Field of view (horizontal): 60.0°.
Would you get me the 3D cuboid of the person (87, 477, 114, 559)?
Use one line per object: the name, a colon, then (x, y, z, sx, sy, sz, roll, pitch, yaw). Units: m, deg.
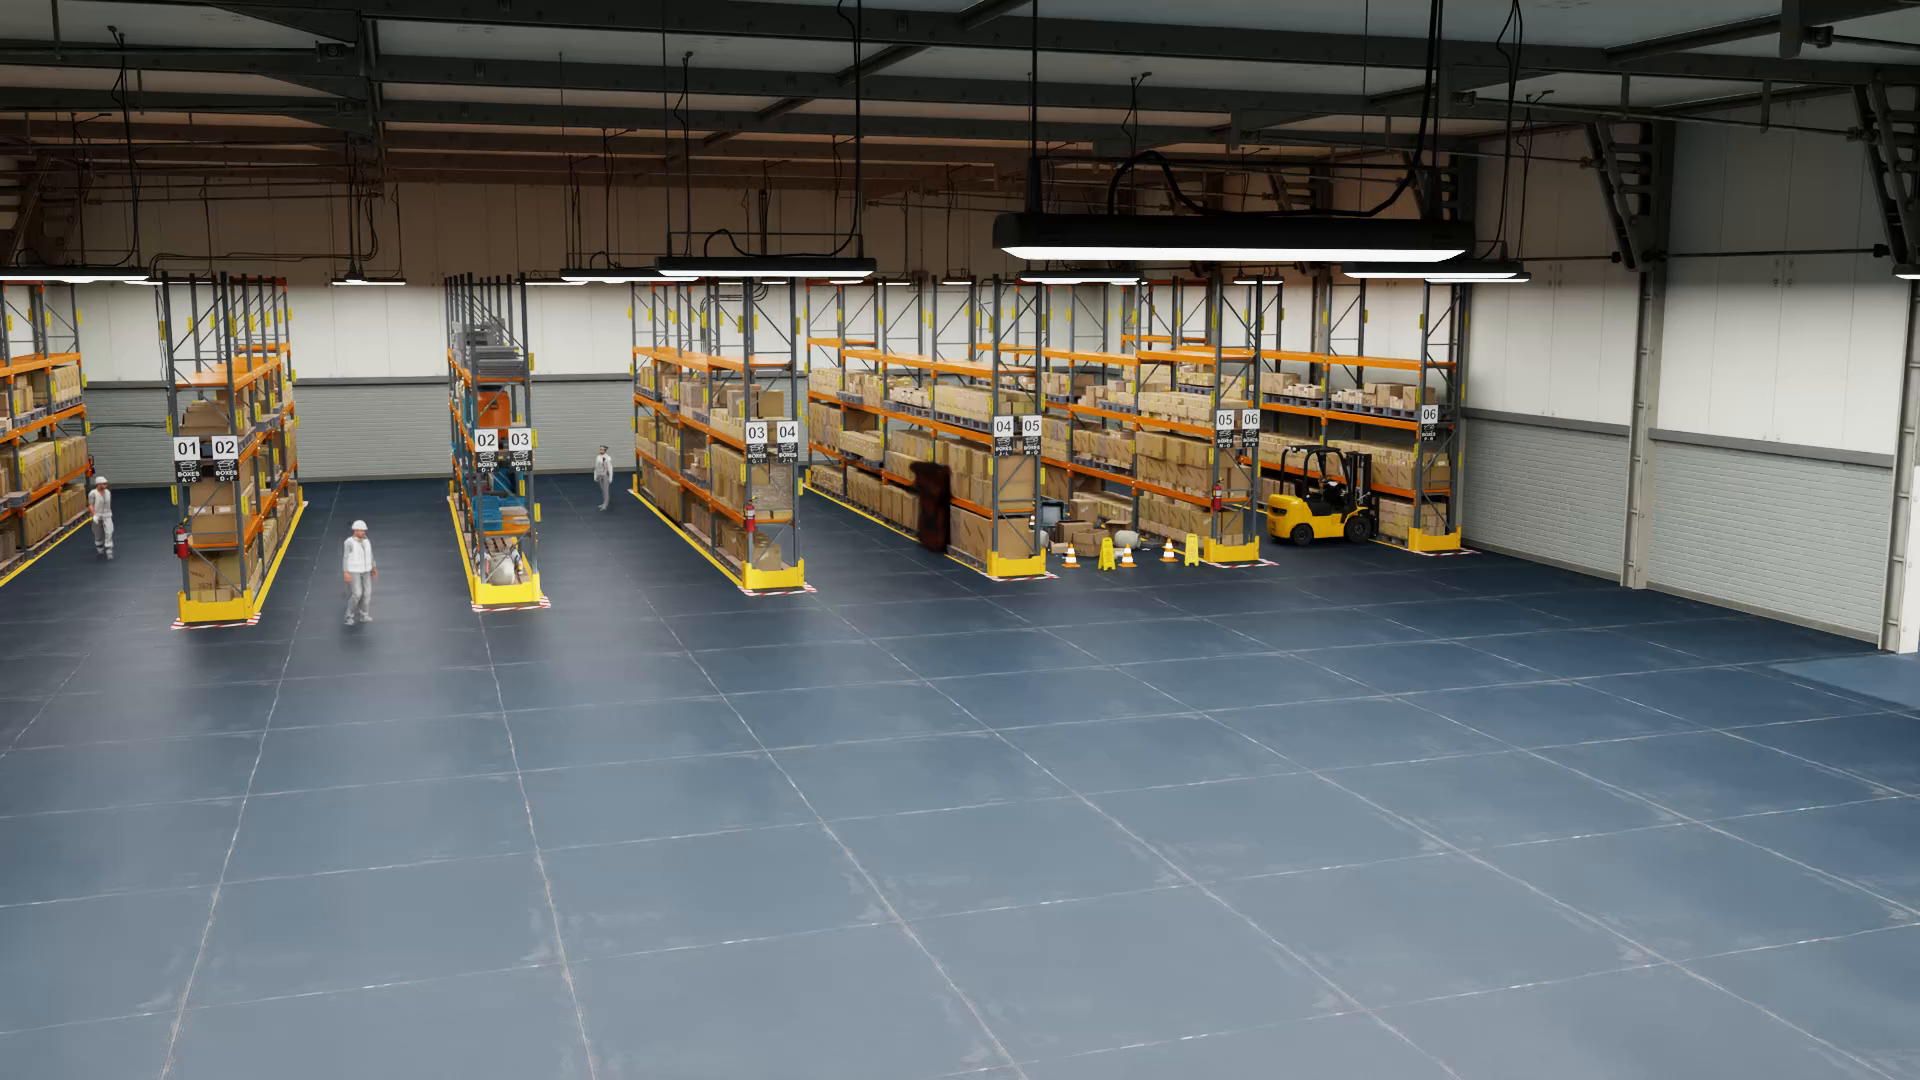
person: (-18.296, -0.479, 35.412, 0.456, 1.738, 1.025, -4, 10, -27)

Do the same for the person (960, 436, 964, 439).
person: (0.099, -2.191, 46.566, 0.371, 1.787, 0.574, -6, 11, -35)

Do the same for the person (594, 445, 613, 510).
person: (-9.386, -1.656, 43.522, 0.546, 1.687, 0.541, 5, 10, 32)

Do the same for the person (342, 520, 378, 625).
person: (-10.370, 0.565, 28.724, 0.406, 1.802, 0.639, 5, 10, 28)
